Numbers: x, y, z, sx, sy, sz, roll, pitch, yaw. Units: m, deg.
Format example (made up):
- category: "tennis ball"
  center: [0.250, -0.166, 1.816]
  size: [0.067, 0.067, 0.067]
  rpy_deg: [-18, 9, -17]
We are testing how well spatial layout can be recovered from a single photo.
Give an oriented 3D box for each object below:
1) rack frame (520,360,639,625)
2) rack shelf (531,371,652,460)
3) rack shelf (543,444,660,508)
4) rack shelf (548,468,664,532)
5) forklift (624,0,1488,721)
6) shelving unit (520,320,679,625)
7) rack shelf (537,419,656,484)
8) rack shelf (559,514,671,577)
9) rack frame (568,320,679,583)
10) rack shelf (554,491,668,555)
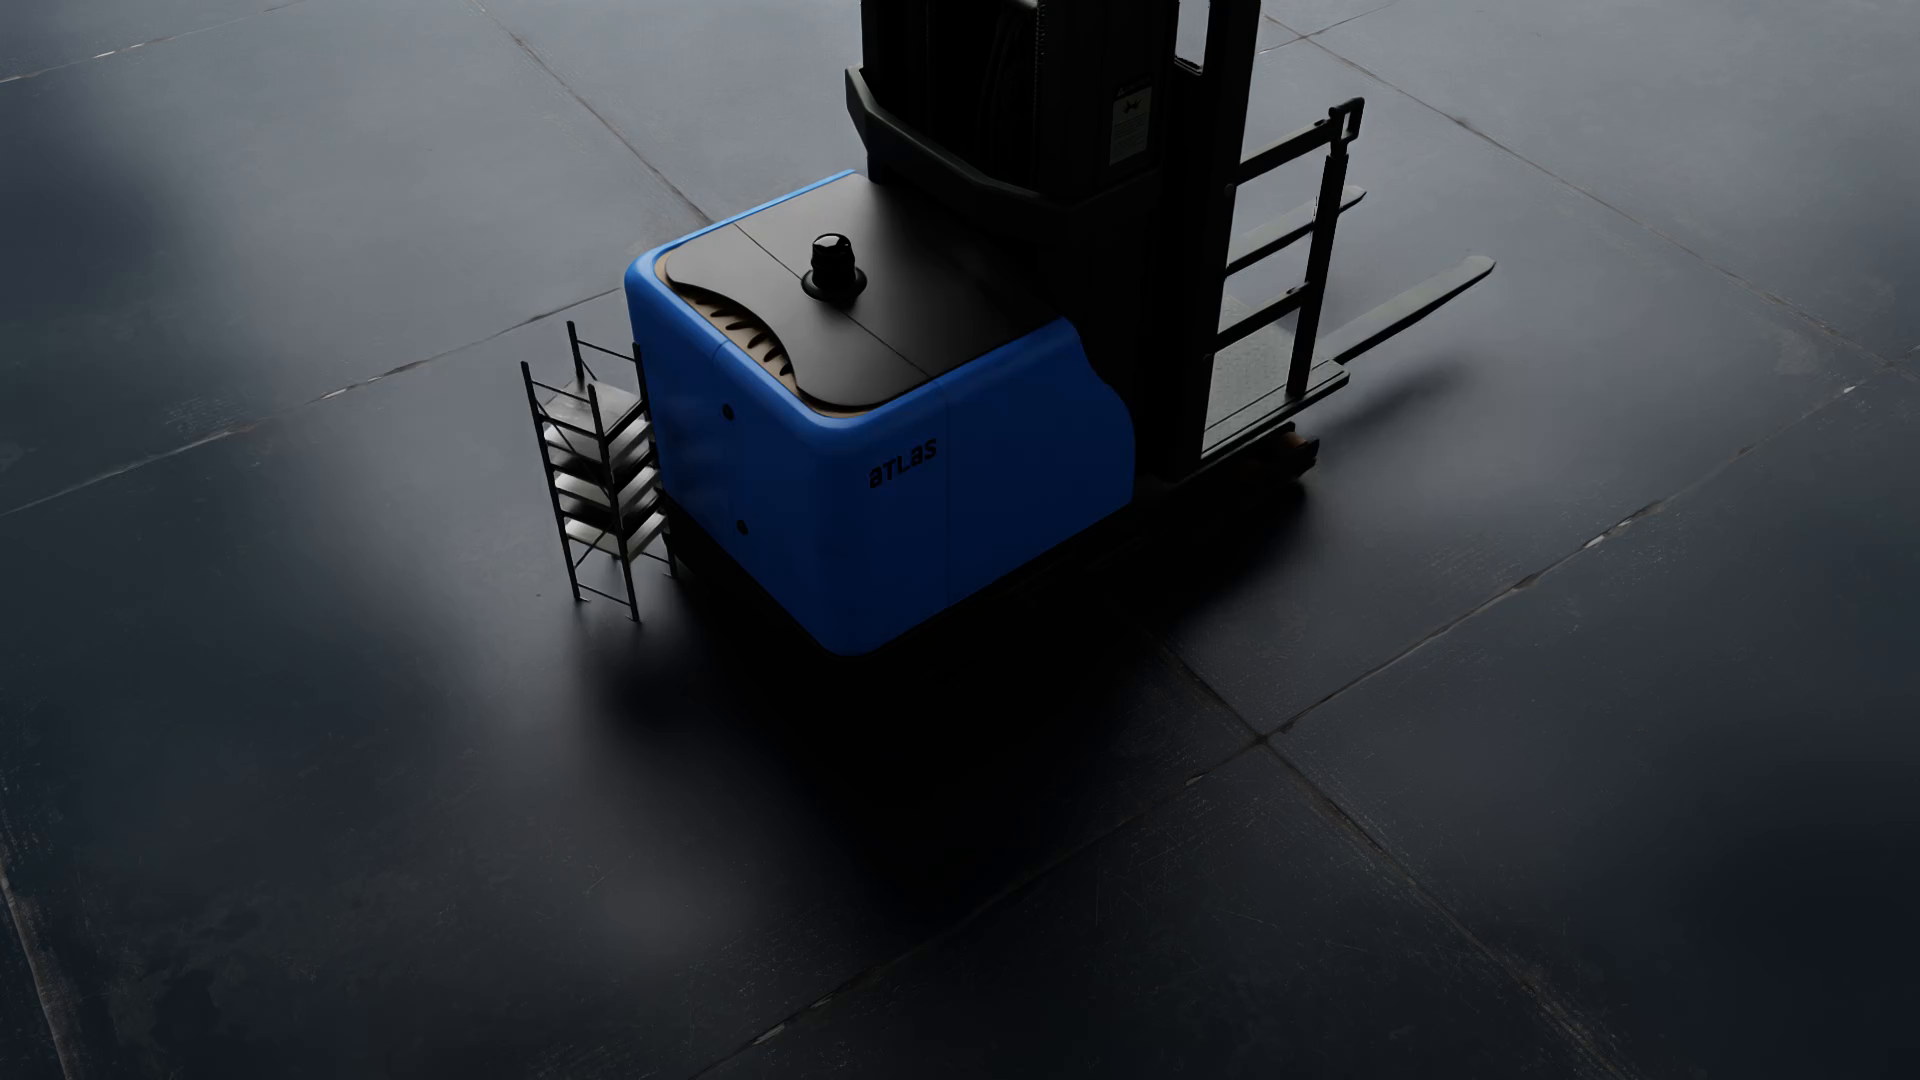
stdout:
- category: "rack frame"
  center: [-1.070, -0.115, 4.717]
  size: [0.240, 0.900, 0.006]
  rpy_deg: [21, 47, 21]
- category: "rack shelf"
  center: [-1.022, -0.348, 4.618]
  size: [0.258, 0.077, 0.200]
  rpy_deg: [21, 47, 21]
- category: "rack shelf"
  center: [-1.021, -0.217, 4.742]
  size: [0.258, 0.077, 0.200]
  rpy_deg: [21, 47, 21]
- category: "rack shelf"
  center: [-1.021, -0.152, 4.804]
  size: [0.258, 0.077, 0.200]
  rpy_deg: [21, 47, 21]
- category: "forklift"
  center: [0.532, -1.424, 4.619]
  size: [3.031, 2.935, 1.130]
  rpy_deg: [-30, 51, -28]
- category: "shelving unit"
  center: [-1.021, -0.176, 4.781]
  size: [0.258, 0.900, 0.210]
  rpy_deg: [21, 47, 21]
- category: "rack shelf"
  center: [-1.021, -0.282, 4.680]
  size: [0.258, 0.077, 0.200]
  rpy_deg: [21, 47, 21]
- category: "rack shelf"
  center: [-1.020, -0.021, 4.928]
  size: [0.258, 0.077, 0.200]
  rpy_deg: [21, 47, 21]
- category: "rack frame"
  center: [-0.971, -0.237, 4.845]
  size: [0.240, 0.900, 0.006]
  rpy_deg: [21, 47, 21]
- category: "rack shelf"
  center: [-1.020, -0.086, 4.866]
  size: [0.258, 0.077, 0.200]
  rpy_deg: [21, 47, 21]
